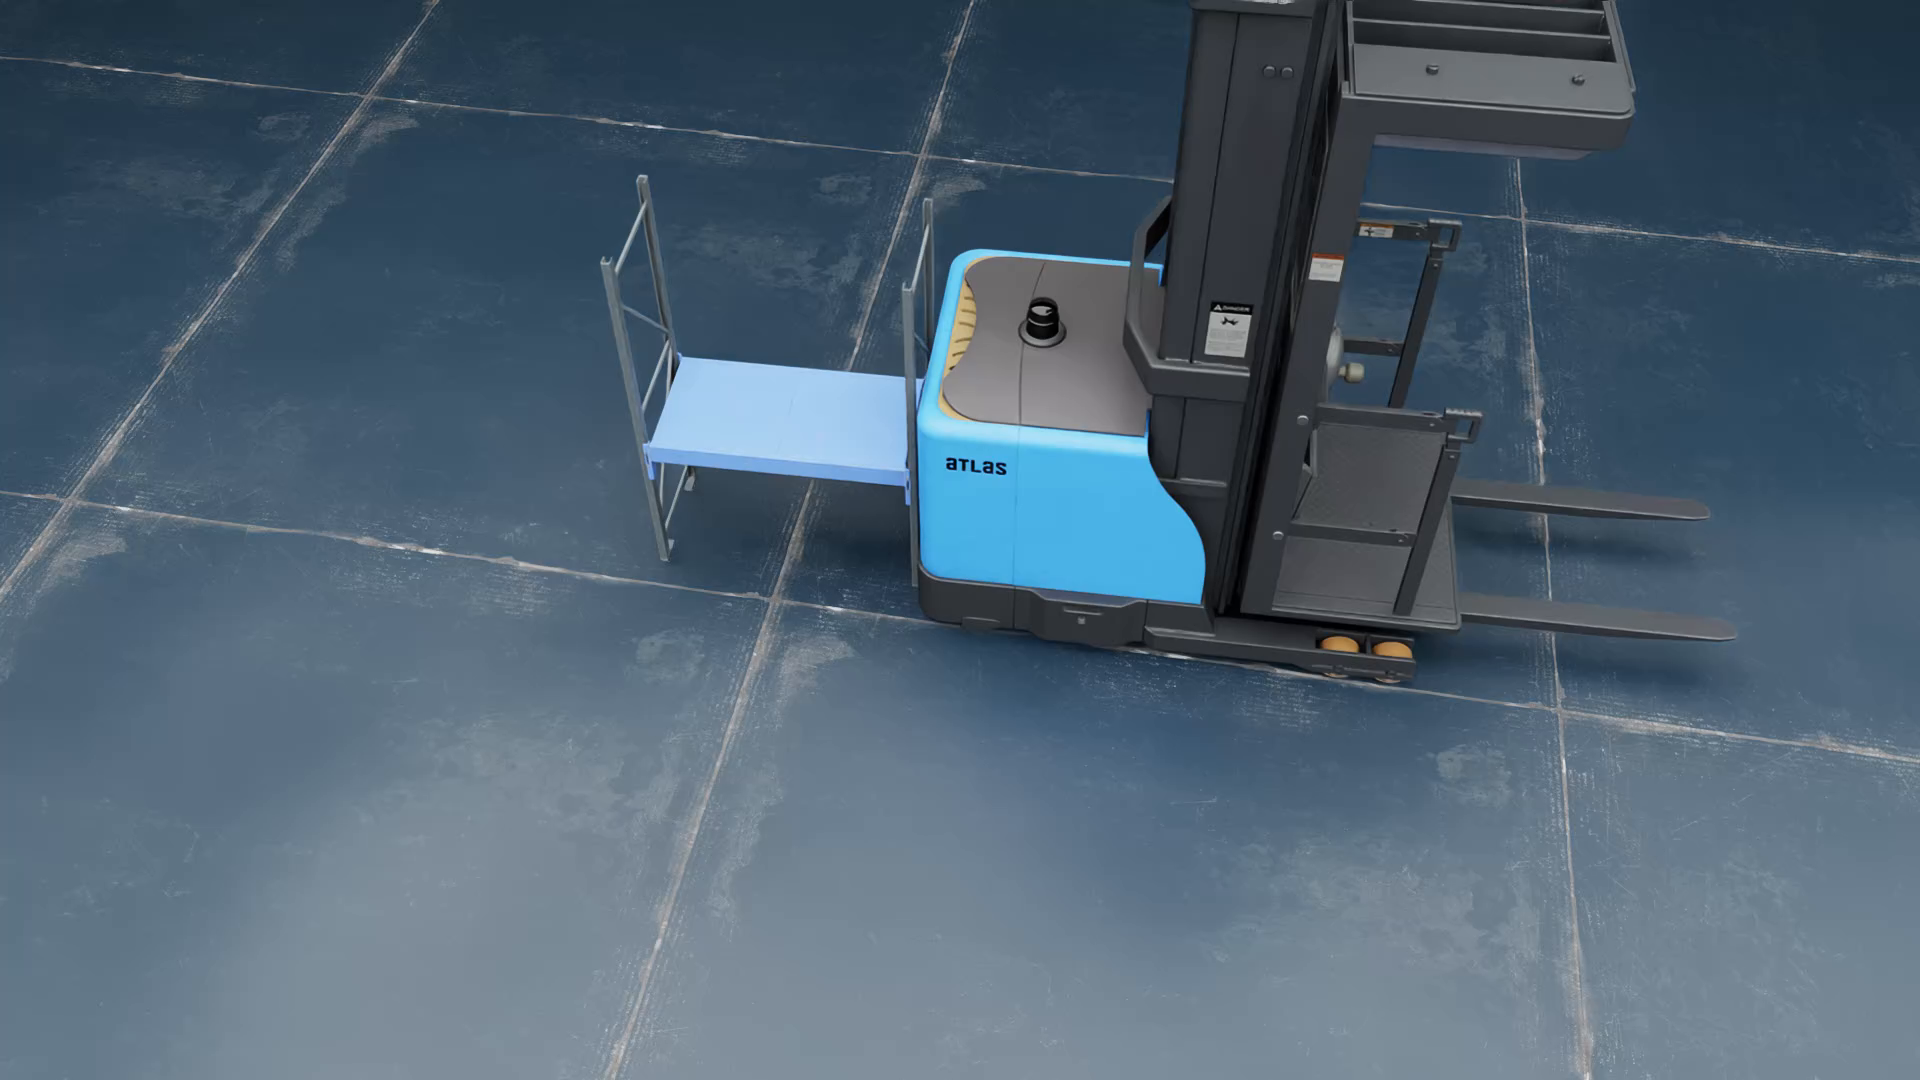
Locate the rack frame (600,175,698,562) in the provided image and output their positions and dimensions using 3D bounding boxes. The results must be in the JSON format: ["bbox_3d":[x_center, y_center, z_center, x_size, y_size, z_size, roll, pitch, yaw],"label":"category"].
[{"bbox_3d":[-1.149,-0.601,6.254,0.032,1.500,0.500,6,48,5],"label":"rack frame"}]

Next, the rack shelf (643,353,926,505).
[{"bbox_3d":[-0.645,-0.430,6.342,1.000,0.185,0.538,6,48,5],"label":"rack shelf"}]

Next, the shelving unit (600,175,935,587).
[{"bbox_3d":[-0.645,-0.550,6.208,1.048,1.500,0.538,6,48,5],"label":"shelving unit"}]

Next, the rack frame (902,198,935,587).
[{"bbox_3d":[-0.141,-0.500,6.163,0.032,1.500,0.500,6,48,5],"label":"rack frame"}]

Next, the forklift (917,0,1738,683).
[{"bbox_3d":[1.398,-0.868,5.531,3.031,2.935,1.130,6,48,5],"label":"forklift"}]
